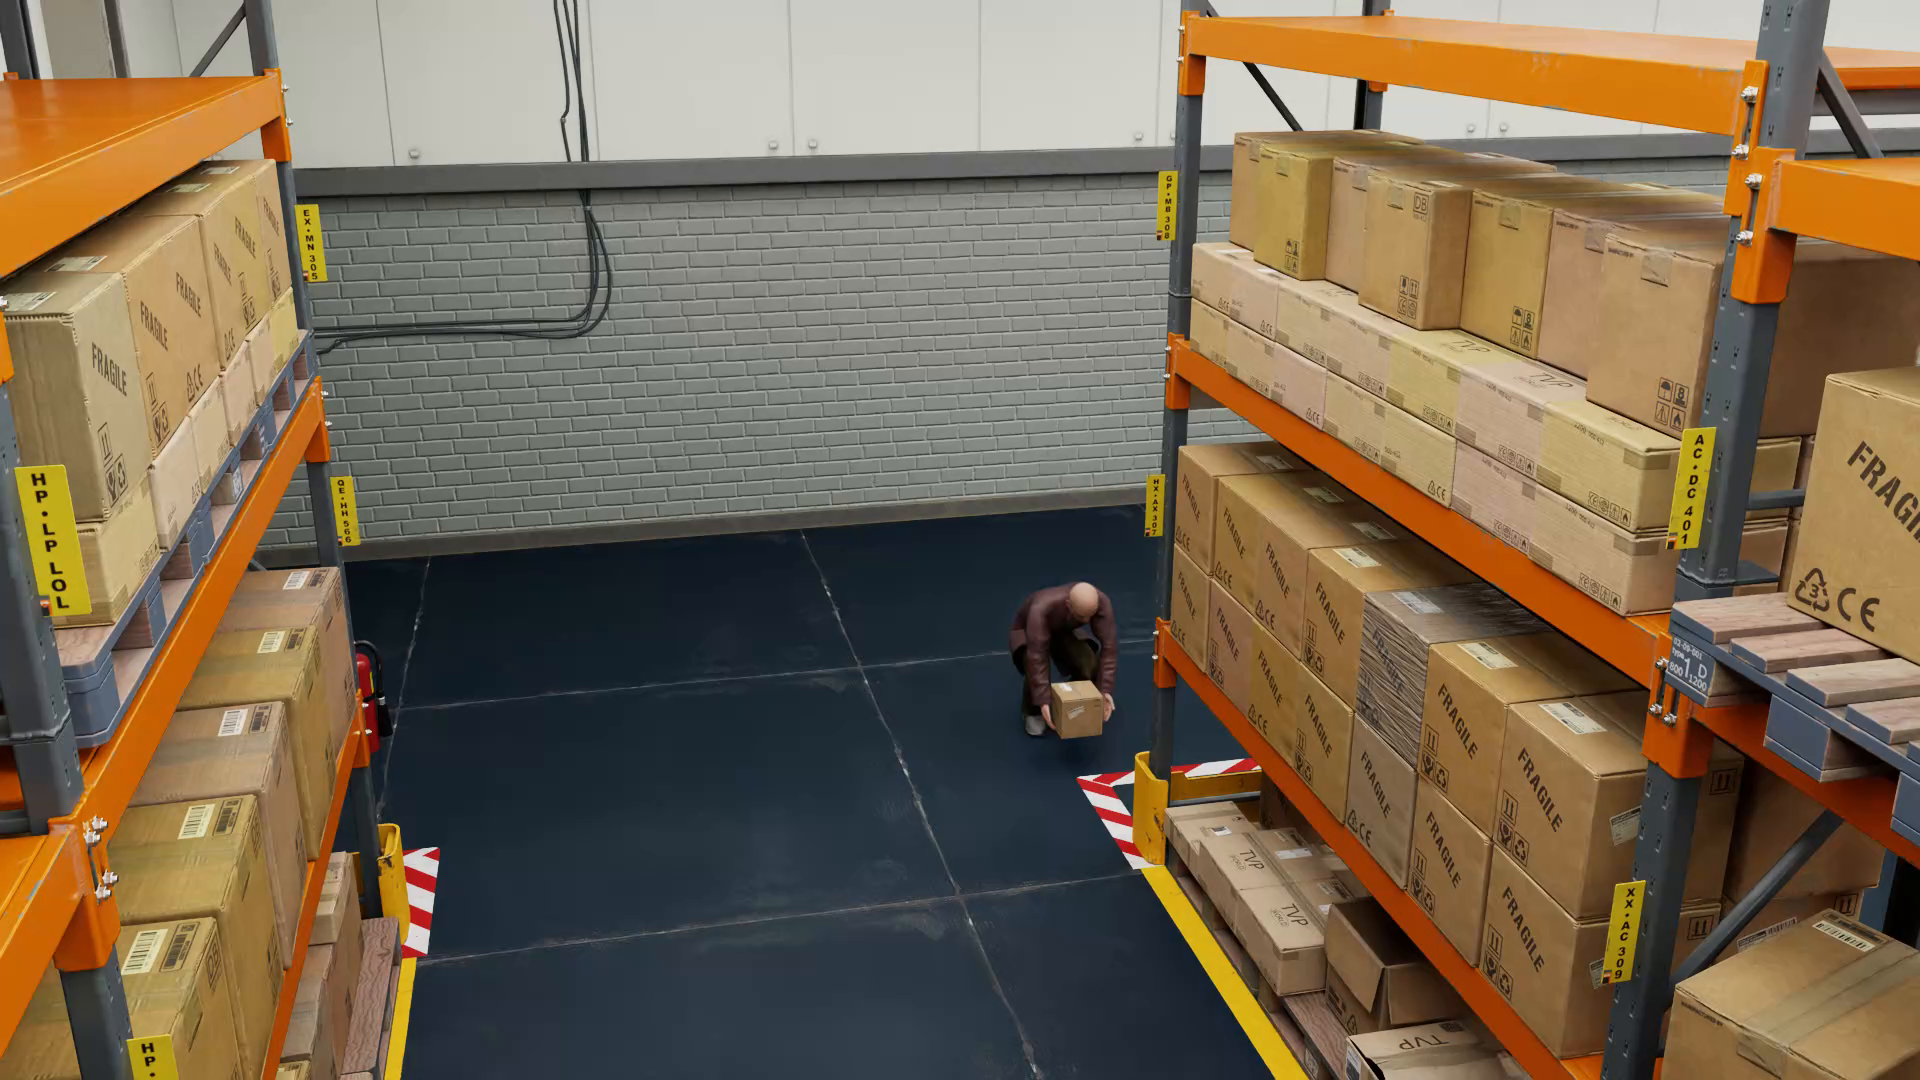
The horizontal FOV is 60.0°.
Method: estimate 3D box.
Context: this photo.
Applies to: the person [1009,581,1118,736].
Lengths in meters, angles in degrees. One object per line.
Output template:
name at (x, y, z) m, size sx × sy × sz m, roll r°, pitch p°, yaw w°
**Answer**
person at (0.623, 0.675, 10.222) m, size 0.610 × 1.080 × 0.885 m, roll -5°, pitch 20°, yaw -13°
